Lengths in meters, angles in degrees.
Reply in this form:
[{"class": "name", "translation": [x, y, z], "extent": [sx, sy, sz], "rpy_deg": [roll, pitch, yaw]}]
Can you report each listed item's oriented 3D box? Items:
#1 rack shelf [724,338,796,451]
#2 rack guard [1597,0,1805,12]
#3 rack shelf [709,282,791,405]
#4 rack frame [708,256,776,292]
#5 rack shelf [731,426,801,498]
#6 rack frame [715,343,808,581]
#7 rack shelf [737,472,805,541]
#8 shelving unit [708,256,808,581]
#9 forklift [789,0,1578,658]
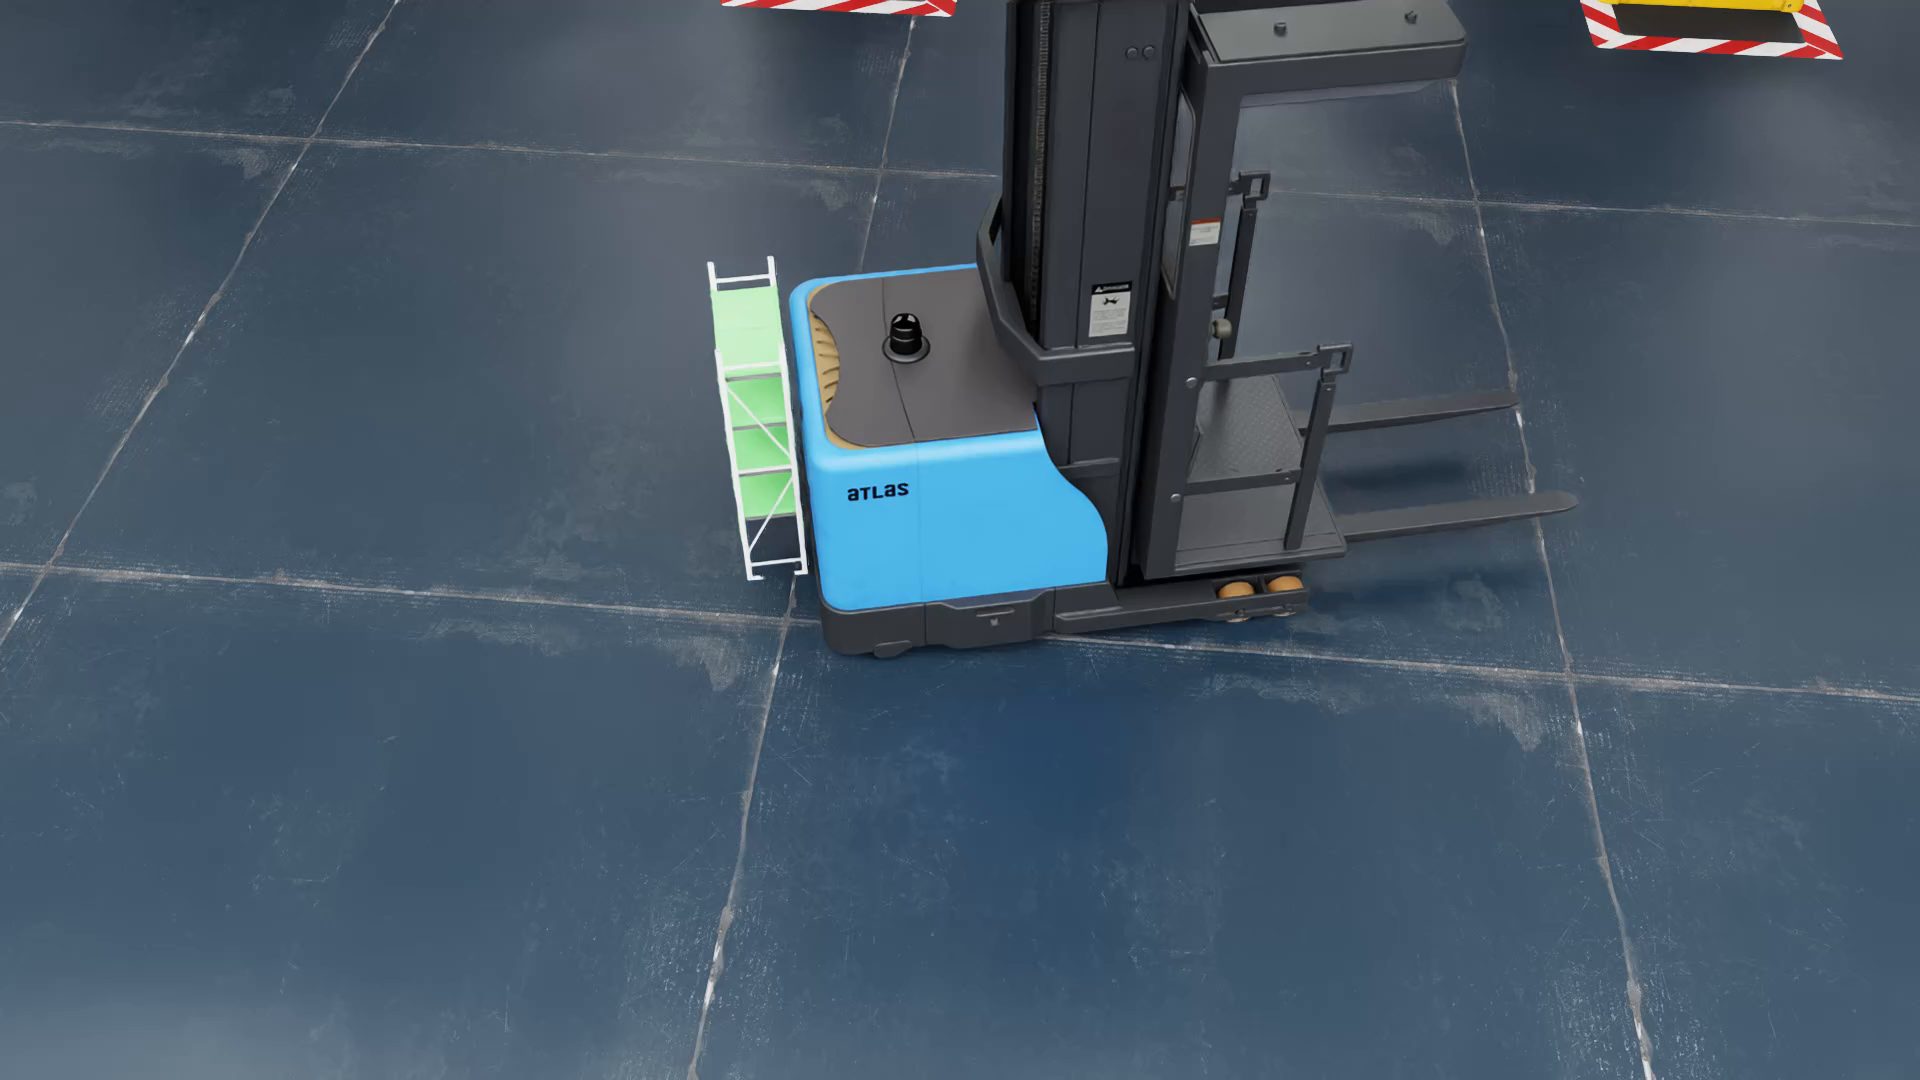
[{"class": "rack shelf", "translation": [-0.766, -0.558, 6.235], "extent": [0.258, 0.148, 0.480], "rpy_deg": [-7, 48, -6]}, {"class": "rack guard", "translation": [4.276, -3.359, 9.510], "extent": [1.175, 0.500, 0.348], "rpy_deg": [4, 48, 4]}, {"class": "rack shelf", "translation": [-0.766, -0.720, 6.058], "extent": [0.258, 0.148, 0.480], "rpy_deg": [-7, 48, -6]}, {"class": "rack frame", "translation": [-0.803, -0.617, 6.527], "extent": [0.240, 1.200, 0.015], "rpy_deg": [-7, 48, -6]}, {"class": "rack shelf", "translation": [-0.766, -0.396, 6.412], "extent": [0.258, 0.148, 0.480], "rpy_deg": [-7, 48, -6]}, {"class": "rack frame", "translation": [-0.728, -0.261, 6.202], "extent": [0.240, 1.200, 0.015], "rpy_deg": [-7, 48, -6]}, {"class": "rack shelf", "translation": [-0.766, -0.234, 6.589], "extent": [0.258, 0.148, 0.480], "rpy_deg": [-7, 48, -6]}, {"class": "shelving unit", "translation": [-0.766, -0.439, 6.365], "extent": [0.258, 1.200, 0.503], "rpy_deg": [-7, 48, -6]}, {"class": "forklift", "translation": [0.911, -1.051, 5.751], "extent": [3.031, 2.935, 1.130], "rpy_deg": [-7, 48, -6]}]
